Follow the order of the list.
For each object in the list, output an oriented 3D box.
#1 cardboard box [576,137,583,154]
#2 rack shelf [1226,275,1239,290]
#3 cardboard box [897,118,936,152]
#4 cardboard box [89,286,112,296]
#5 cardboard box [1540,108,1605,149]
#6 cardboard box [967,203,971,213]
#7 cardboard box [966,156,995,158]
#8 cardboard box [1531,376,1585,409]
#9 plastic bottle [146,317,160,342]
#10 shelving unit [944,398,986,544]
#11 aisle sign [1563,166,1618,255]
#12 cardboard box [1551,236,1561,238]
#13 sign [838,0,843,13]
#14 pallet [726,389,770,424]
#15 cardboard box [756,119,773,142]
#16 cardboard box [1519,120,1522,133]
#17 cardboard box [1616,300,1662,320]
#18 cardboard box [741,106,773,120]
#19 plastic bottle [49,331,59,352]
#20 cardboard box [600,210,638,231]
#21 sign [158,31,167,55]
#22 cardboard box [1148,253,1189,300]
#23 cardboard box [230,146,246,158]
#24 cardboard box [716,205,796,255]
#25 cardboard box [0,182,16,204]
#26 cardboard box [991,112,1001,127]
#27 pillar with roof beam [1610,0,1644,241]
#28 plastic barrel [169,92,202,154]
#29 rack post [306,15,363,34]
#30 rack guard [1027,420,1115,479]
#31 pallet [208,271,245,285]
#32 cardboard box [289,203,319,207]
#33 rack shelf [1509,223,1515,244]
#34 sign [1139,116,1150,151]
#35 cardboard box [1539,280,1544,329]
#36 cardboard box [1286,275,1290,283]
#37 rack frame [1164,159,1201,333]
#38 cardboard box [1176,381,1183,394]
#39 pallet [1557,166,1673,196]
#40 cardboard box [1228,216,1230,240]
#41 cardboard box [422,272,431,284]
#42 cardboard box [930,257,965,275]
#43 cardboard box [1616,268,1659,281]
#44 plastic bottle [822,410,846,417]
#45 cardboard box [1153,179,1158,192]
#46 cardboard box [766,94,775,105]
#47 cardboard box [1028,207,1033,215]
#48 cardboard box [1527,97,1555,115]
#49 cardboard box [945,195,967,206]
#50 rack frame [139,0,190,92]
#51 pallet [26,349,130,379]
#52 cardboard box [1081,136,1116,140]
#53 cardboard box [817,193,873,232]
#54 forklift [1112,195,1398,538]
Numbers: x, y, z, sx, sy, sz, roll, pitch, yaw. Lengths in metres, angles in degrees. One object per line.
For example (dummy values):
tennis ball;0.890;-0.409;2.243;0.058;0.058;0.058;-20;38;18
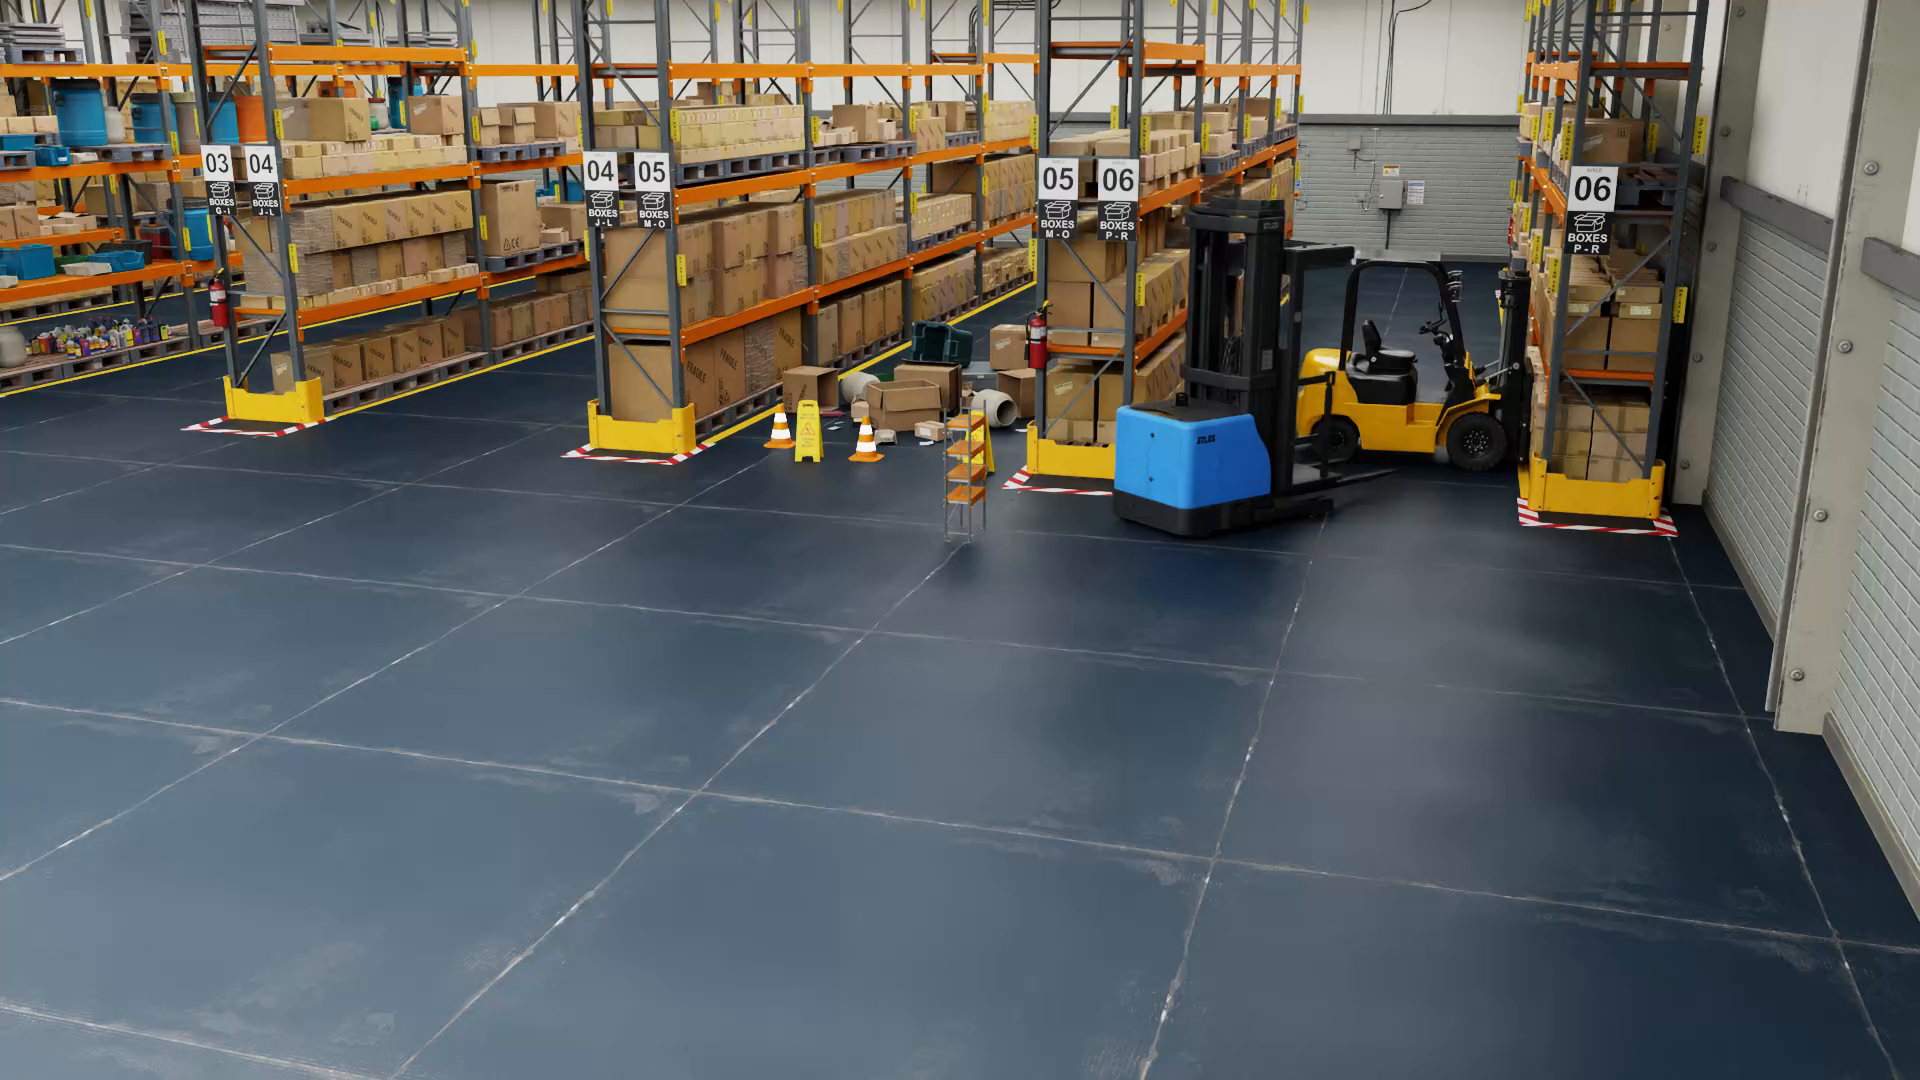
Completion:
cardboard box;-5.989;-6.074;25.525;0.500;0.250;0.500;5;16;16
rack shelf;2.972;-3.340;22.425;1.077;0.370;4.000;5;16;16
cardboard box;-0.682;-6.318;25.926;0.500;0.500;0.500;5;16;16
cardboard box;-15.374;-4.469;29.359;0.500;0.250;0.500;5;17;17
cardboard box;7.813;-5.256;21.230;0.700;0.500;0.500;4;16;15
cardboard box;-0.022;-5.718;28.637;0.380;0.149;0.250;5;17;18
cardboard box;0.350;-6.968;31.338;0.500;0.500;0.500;4;16;15
cardboard box;6.132;-1.504;17.071;0.500;0.250;0.500;5;17;17
plastic bottle;-11.753;-3.062;24.174;0.144;0.351;0.185;4;16;14
shelving unit;0.047;-0.621;14.818;0.258;1.200;0.503;5;16;16
aisle sign;5.726;-2.988;15.104;0.394;0.787;0.004;5;16;16
cardboard box;7.699;-3.848;21.527;0.380;0.149;0.250;5;17;16
sign;-1.758;-7.980;24.614;0.100;0.325;0.005;5;16;16
pallet;-3.007;-1.665;20.314;1.003;0.211;1.213;5;16;16
cardboard box;-2.553;-4.872;19.791;0.500;0.250;0.500;4;16;15
cardboard box;10.186;-7.337;29.433;0.500;0.250;0.500;4;16;15
cardboard box;6.372;-2.161;15.579;0.380;0.149;0.250;4;16;14
cardboard box;-2.457;-5.090;19.828;0.380;0.149;0.250;5;16;16
plastic bottle;-12.745;-2.785;23.335;0.152;0.276;0.135;4;16;14
cardboard box;-5.562;-5.132;27.241;0.500;0.500;0.500;5;17;18
sign;-11.322;-7.055;23.595;0.100;0.325;0.005;5;16;16
cardboard box;2.376;-3.083;19.473;0.500;0.500;0.500;5;17;18
cardboard box;-8.455;-4.544;19.400;0.380;0.149;0.250;5;16;16
cardboard box;-2.554;-3.865;20.704;0.875;0.550;0.550;5;16;16
cardboard box;-19.248;-6.972;33.147;0.500;0.500;0.500;5;16;16
cardboard box;0.415;-7.462;29.501;0.500;0.250;0.500;5;16;16
pillar with roof beam;6.371;-8.204;27.262;9.100;9.000;0.400;5;16;16
plastic barrel;-11.724;-6.320;25.200;0.600;0.901;0.600;0;16;0
rack post;-10.583;-8.707;28.092;0.624;0.289;0.986;5;16;16
rack guard;1.288;-0.933;17.204;1.175;0.500;0.348;5;16;16
pallet;-14.516;-5.236;32.902;1.003;0.211;1.213;5;16;16
cardboard box;-8.179;-3.851;20.349;0.500;0.500;0.500;5;16;16
rack shelf;10.005;-5.049;28.451;1.077;0.370;4.000;5;16;16
sign;1.787;-3.938;16.116;0.100;0.325;0.005;5;16;16
cardboard box;6.655;-2.593;18.292;0.500;0.500;0.500;5;17;17
cardboard box;5.722;-5.091;31.207;0.875;0.438;0.875;4;16;14
rack frame;2.403;-3.163;20.482;1.000;3.000;0.127;5;16;16
cardboard box;2.351;-1.726;19.687;0.500;0.250;0.500;4;16;14
pallet;6.597;-3.636;16.816;1.003;0.211;1.213;5;16;16
cardboard box;3.399;-4.194;22.619;0.500;0.500;0.500;3;16;12
cardboard box;-7.248;-3.476;22.049;0.380;0.149;0.250;5;16;16
cardboard box;-0.226;-4.625;28.076;0.500;0.250;0.500;5;17;19
cardboard box;6.800;-2.638;16.716;0.380;0.149;0.250;4;16;15
plastic bottle;-1.518;-1.525;20.093;0.283;0.061;0.133;-1;16;-3
cardboard box;1.888;-3.779;17.618;0.380;0.149;0.250;4;16;14
cardboard box;-4.060;-8.534;32.786;0.700;0.500;0.500;4;16;14
cardboard box;1.217;-6.431;32.467;0.380;0.149;0.250;5;16;16
cardboard box;9.017;-6.735;25.782;0.396;0.266;0.258;4;16;15
cardboard box;-0.100;-5.790;28.345;0.380;0.149;0.250;4;16;14
rack frame;-17.935;-11.109;37.504;1.000;3.000;0.127;5;16;16
pallet;-12.422;-2.481;23.189;1.003;0.211;1.213;5;16;16
cardboard box;1.443;-4.192;17.613;0.380;0.149;0.250;5;16;16
cardboard box;-1.658;-4.712;23.930;0.700;0.500;0.500;4;16;15
forklift;2.910;-1.722;15.530;3.031;2.935;1.130;-11;19;-34
